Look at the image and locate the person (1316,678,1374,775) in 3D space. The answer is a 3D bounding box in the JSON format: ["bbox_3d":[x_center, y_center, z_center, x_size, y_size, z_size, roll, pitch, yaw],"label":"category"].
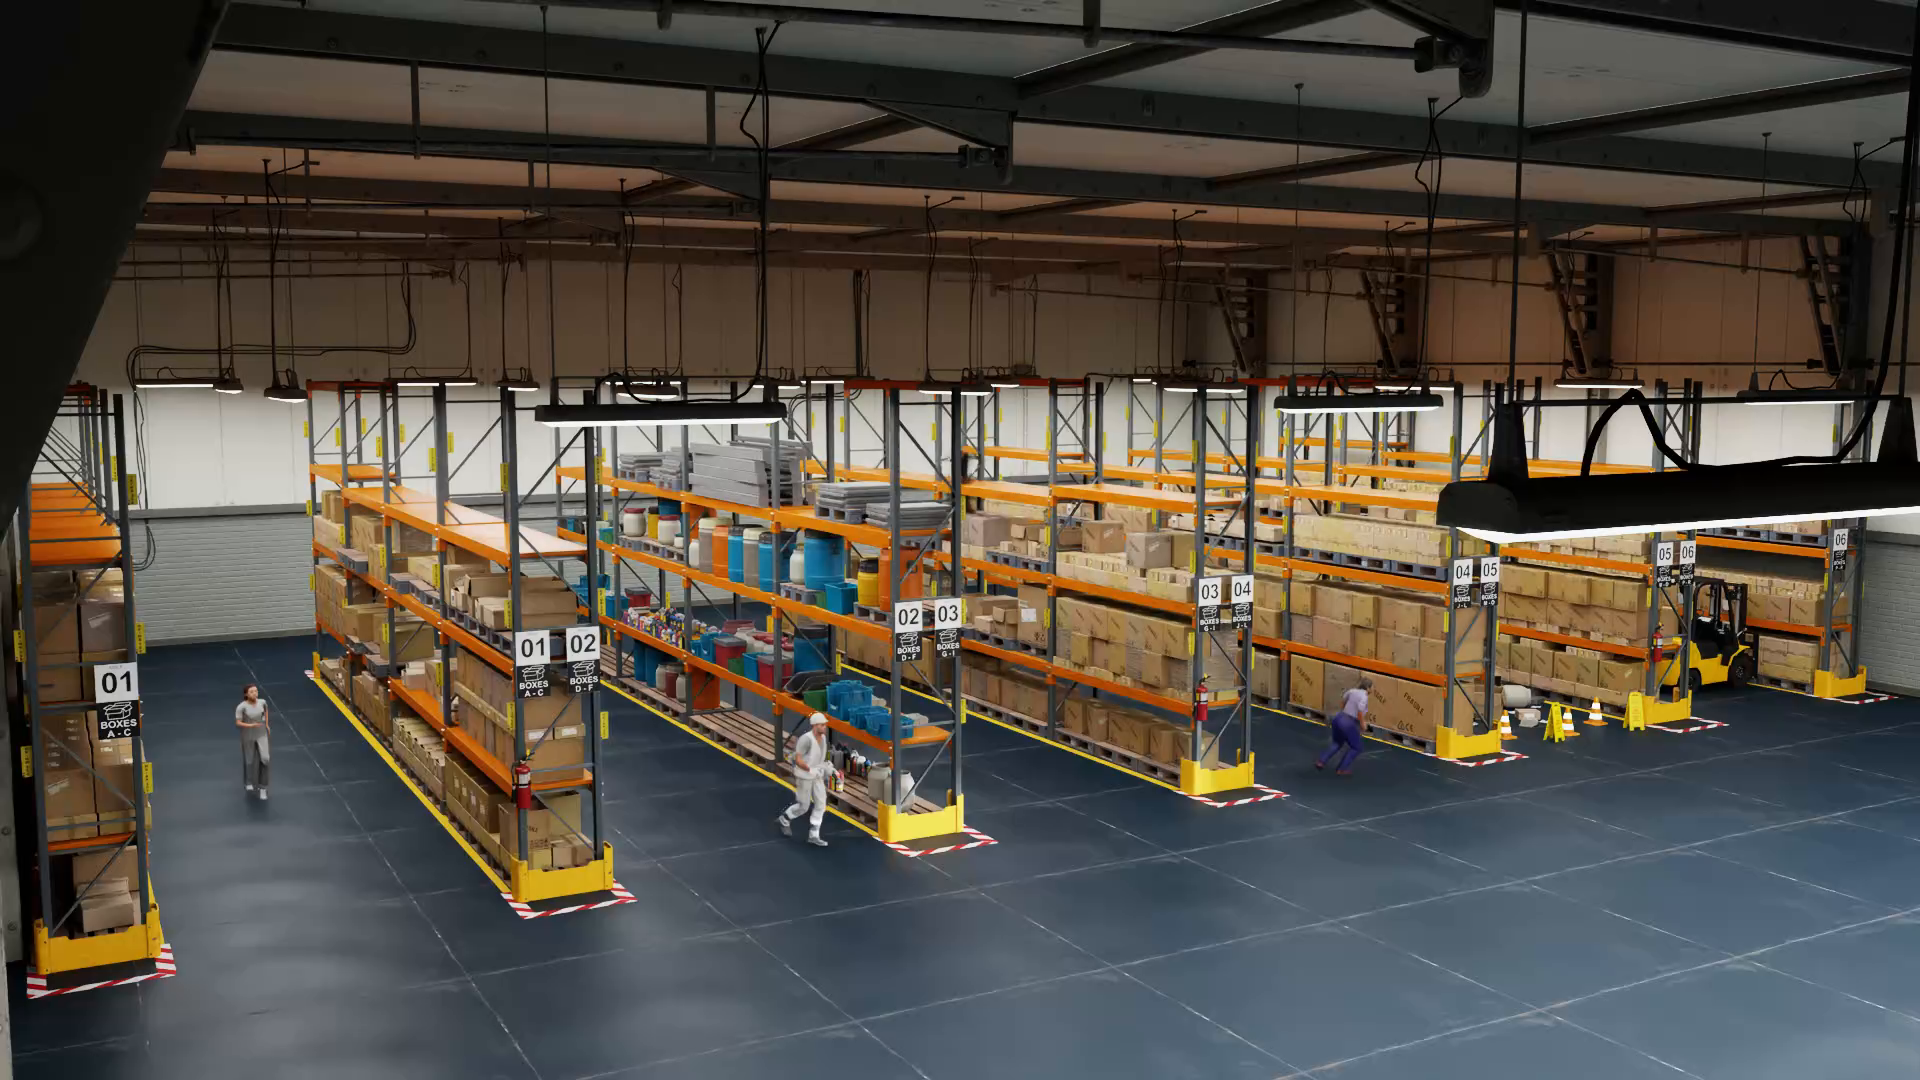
[{"bbox_3d":[5.939,2.873,25.611,0.821,1.506,0.644,-2,6,-19],"label":"person"}]

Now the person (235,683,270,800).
[{"bbox_3d":[-10.302,2.926,24.259,0.504,1.713,0.818,-4,7,-34],"label":"person"}]

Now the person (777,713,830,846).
[{"bbox_3d":[-2.051,3.128,21.994,0.838,1.750,0.654,4,8,36],"label":"person"}]

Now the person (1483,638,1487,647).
[{"bbox_3d":[11.188,1.689,36.169,0.579,1.638,0.623,-3,7,-29],"label":"person"}]
